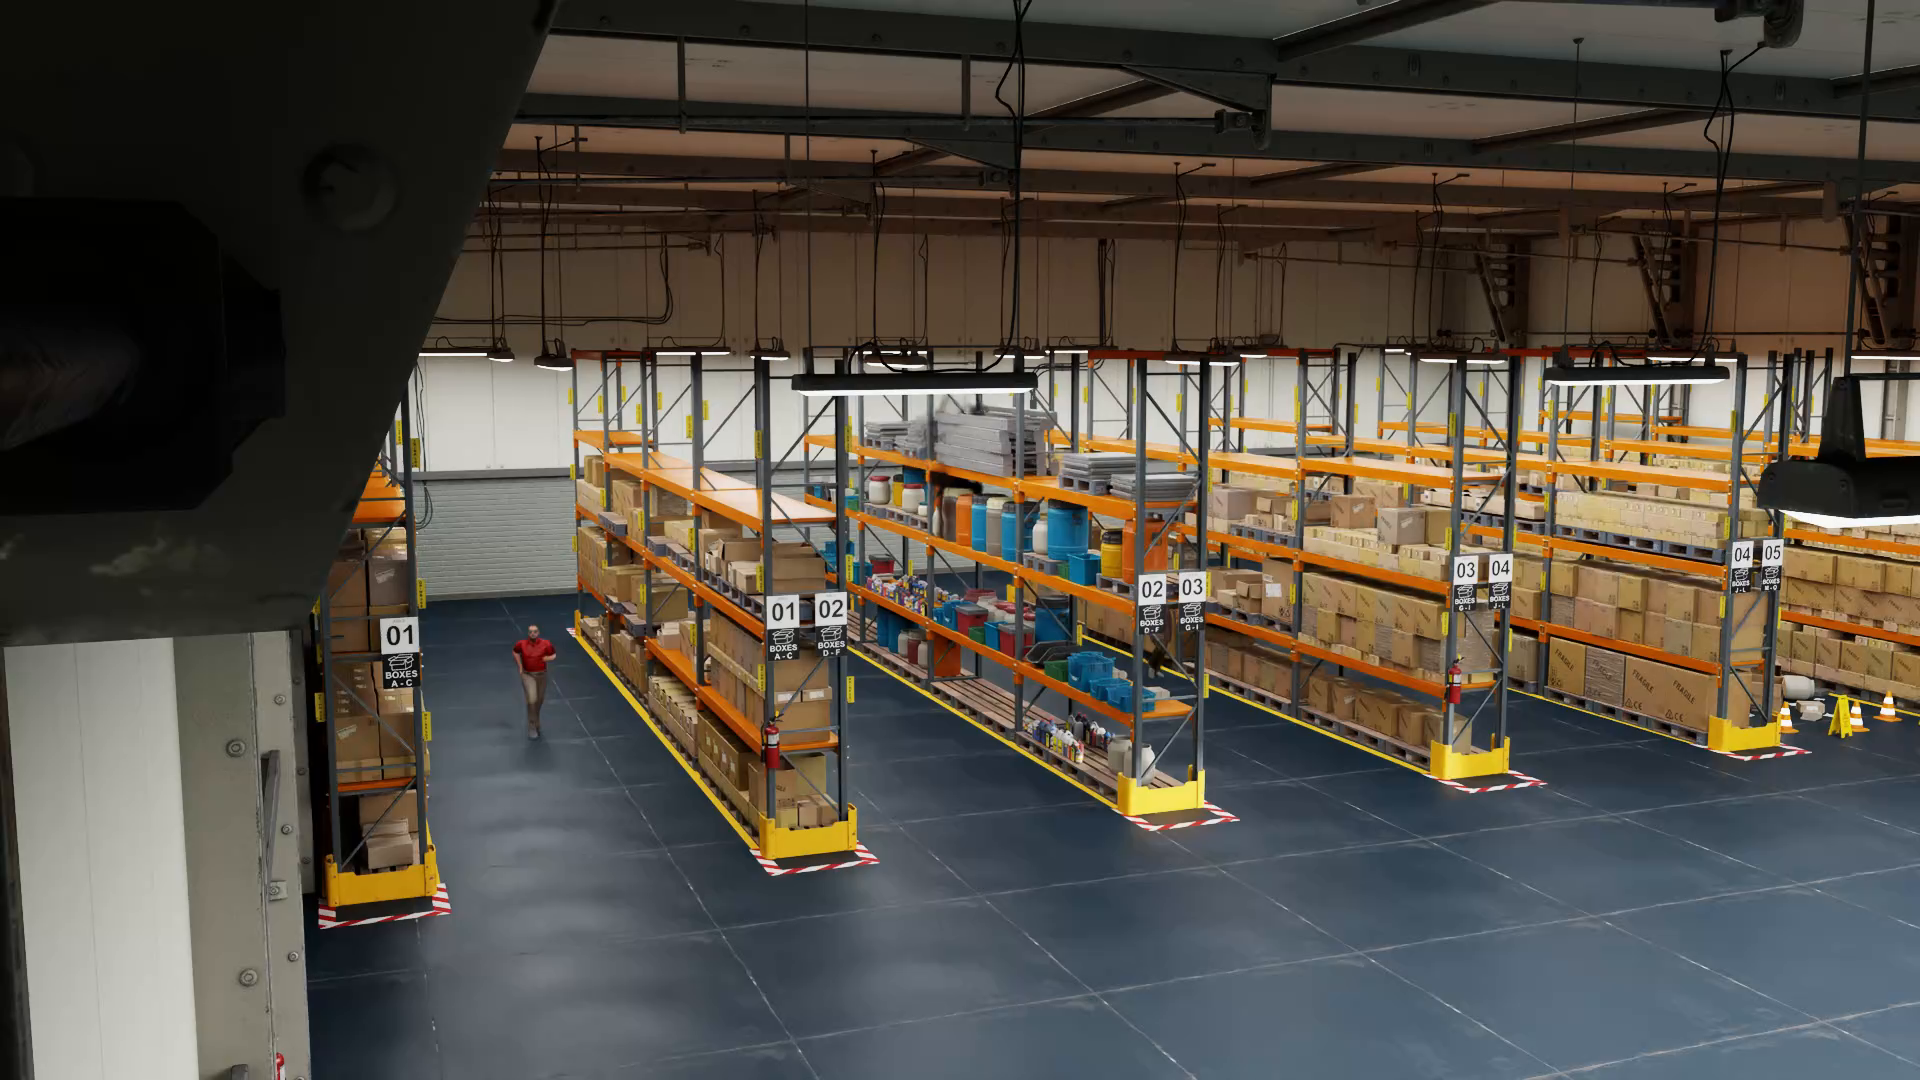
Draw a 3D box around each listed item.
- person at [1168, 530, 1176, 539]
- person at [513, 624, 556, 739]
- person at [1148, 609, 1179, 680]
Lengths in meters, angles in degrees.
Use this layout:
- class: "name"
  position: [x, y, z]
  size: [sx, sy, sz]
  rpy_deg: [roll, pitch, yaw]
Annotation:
- class: "person"
  position: [4.977, 0.451, 40.654]
  size: [0.825, 1.701, 0.661]
  rpy_deg: [-7, 10, -43]
- class: "person"
  position: [-6.717, 2.223, 26.369]
  size: [0.629, 1.797, 0.783]
  rpy_deg: [-3, 8, -25]
- class: "person"
  position: [3.536, 1.568, 29.130]
  size: [0.717, 1.795, 0.644]
  rpy_deg: [-3, 8, -22]
